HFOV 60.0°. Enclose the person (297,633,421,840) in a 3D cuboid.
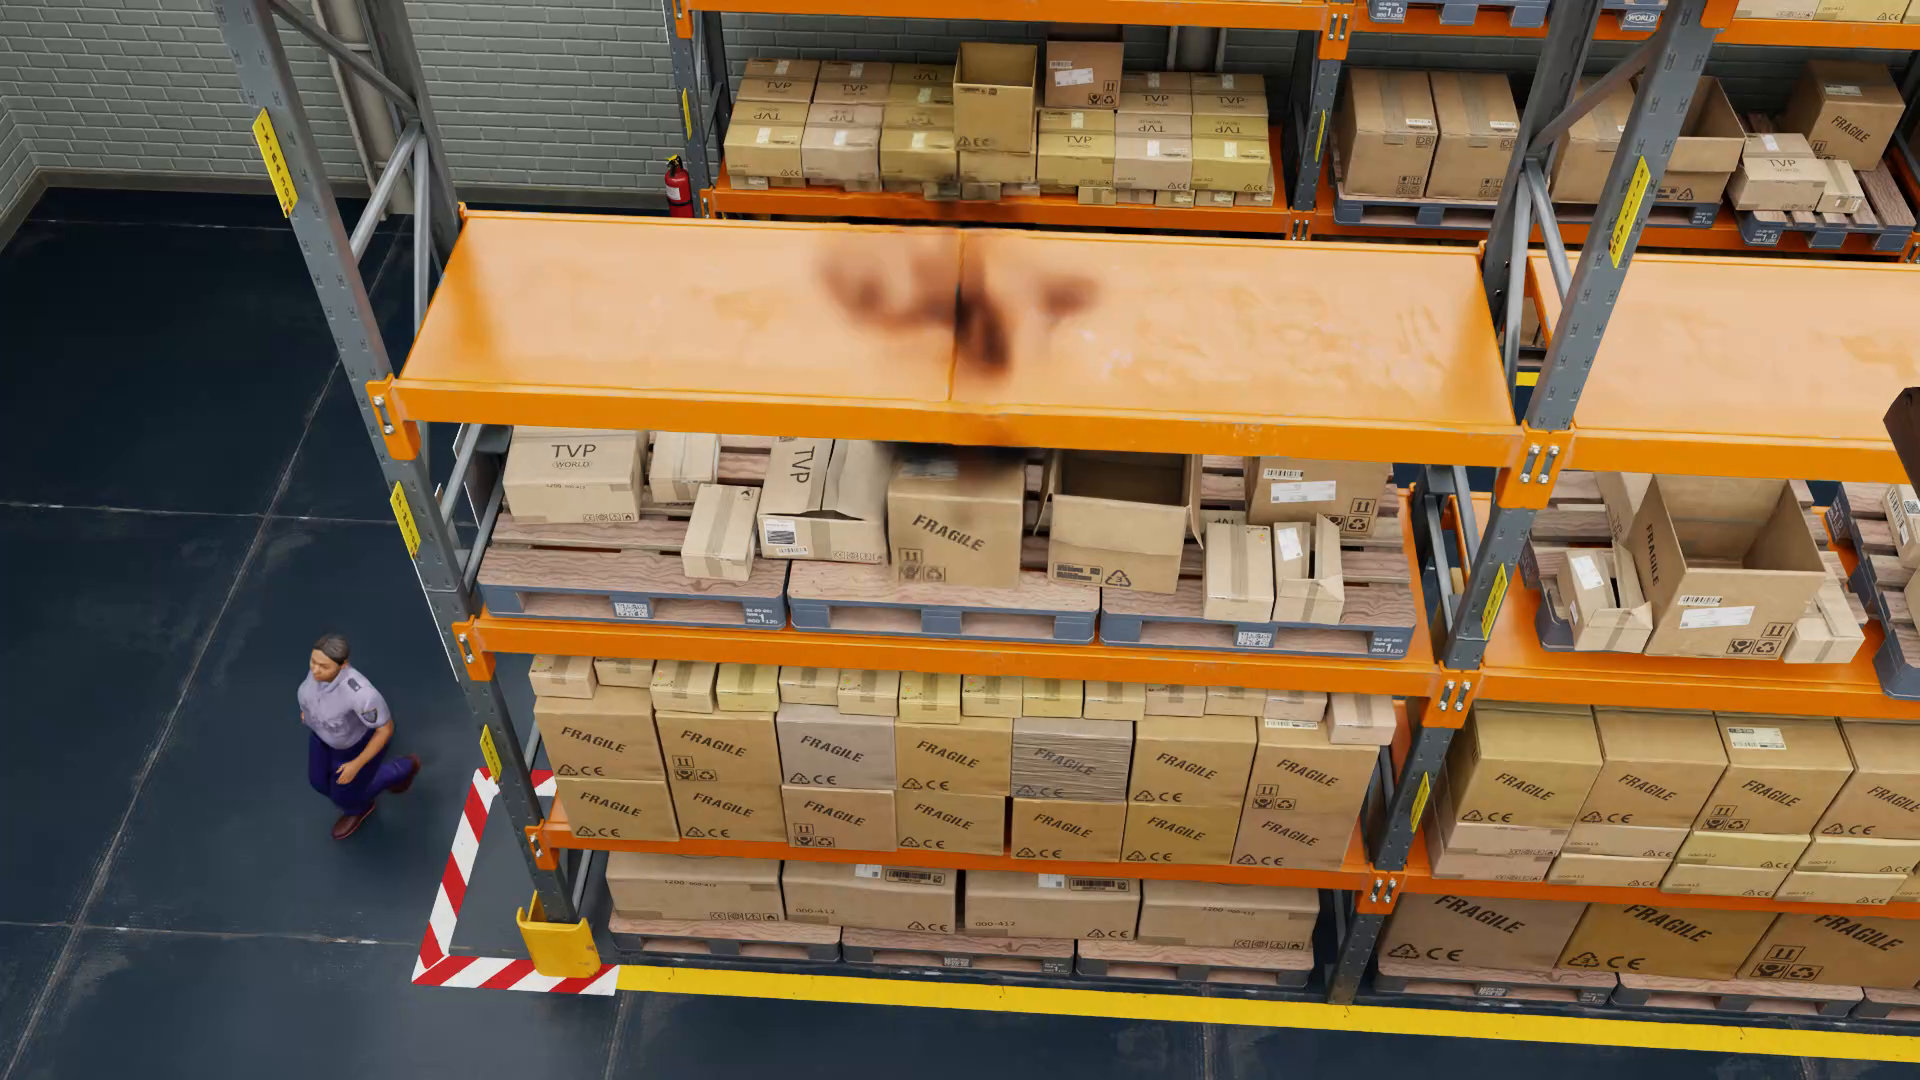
[{"bbox_3d":[-3.209,1.042,8.744,0.660,1.608,0.551,33,56,27],"label":"person"}]
